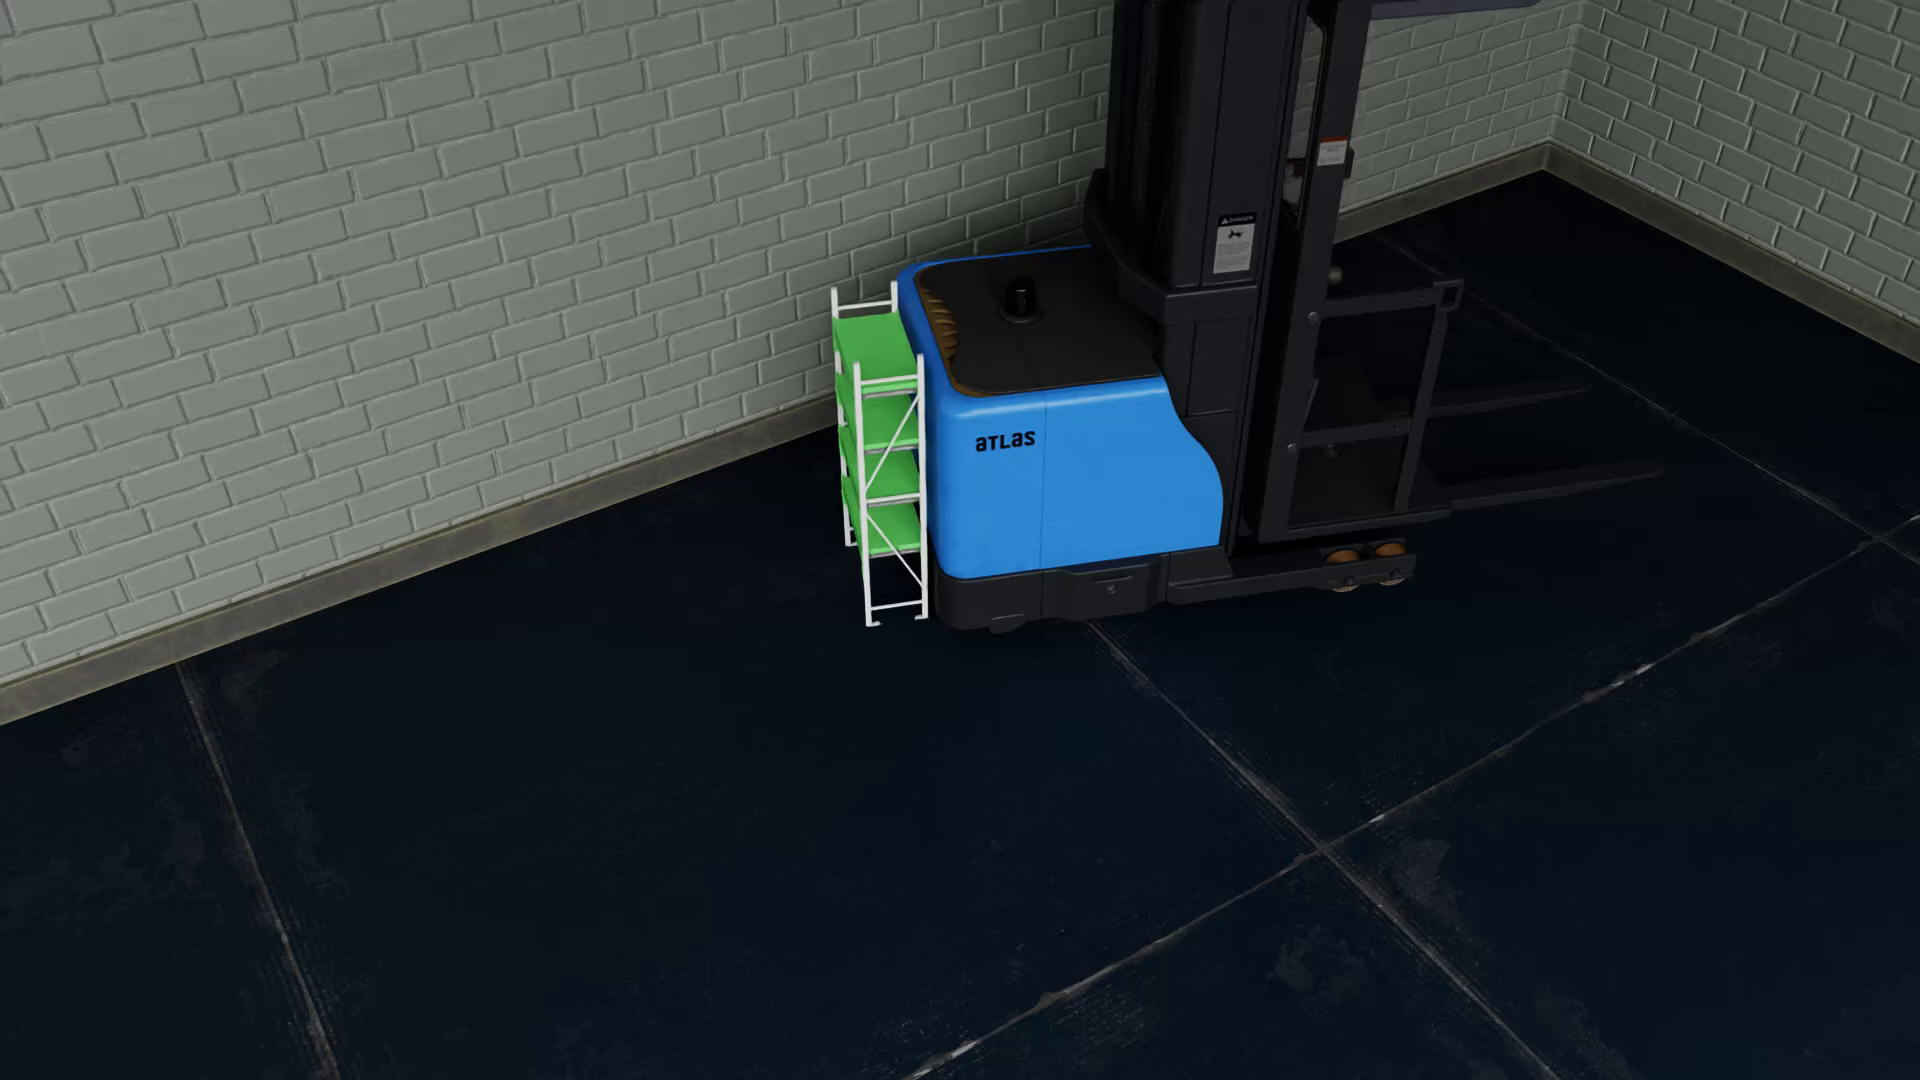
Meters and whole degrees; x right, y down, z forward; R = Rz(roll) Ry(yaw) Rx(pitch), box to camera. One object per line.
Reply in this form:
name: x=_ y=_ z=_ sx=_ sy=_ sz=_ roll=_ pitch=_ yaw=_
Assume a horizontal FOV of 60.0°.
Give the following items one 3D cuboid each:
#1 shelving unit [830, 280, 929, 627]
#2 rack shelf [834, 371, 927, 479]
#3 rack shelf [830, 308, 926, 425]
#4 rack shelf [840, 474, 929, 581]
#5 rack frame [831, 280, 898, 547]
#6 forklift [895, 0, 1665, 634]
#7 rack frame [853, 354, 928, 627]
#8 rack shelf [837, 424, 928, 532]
shelving unit: x=-0.293 y=-0.302 z=6.176 sx=0.258 sy=1.200 sz=0.503 roll=-8 pitch=40 yaw=-9
rack shelf: x=-0.293 y=-0.438 z=6.063 sx=0.258 sy=0.148 sz=0.480 roll=-8 pitch=40 yaw=-9
rack shelf: x=-0.293 y=-0.622 z=5.909 sx=0.258 sy=0.148 sz=0.480 roll=-8 pitch=40 yaw=-9
rack shelf: x=-0.293 y=-0.069 z=6.370 sx=0.258 sy=0.148 sz=0.480 roll=-8 pitch=40 yaw=-9
rack frame: x=-0.346 y=-0.455 z=6.359 sx=0.240 sy=1.200 sz=0.015 roll=-8 pitch=40 yaw=-9
forklift: x=1.310 y=-1.248 z=5.958 sx=3.031 sy=2.935 sz=1.130 roll=-8 pitch=40 yaw=-9
rack frame: x=-0.241 y=-0.150 z=5.993 sx=0.240 sy=1.200 sz=0.015 roll=-8 pitch=40 yaw=-9
rack shelf: x=-0.293 y=-0.253 z=6.217 sx=0.258 sy=0.148 sz=0.480 roll=-8 pitch=40 yaw=-9
